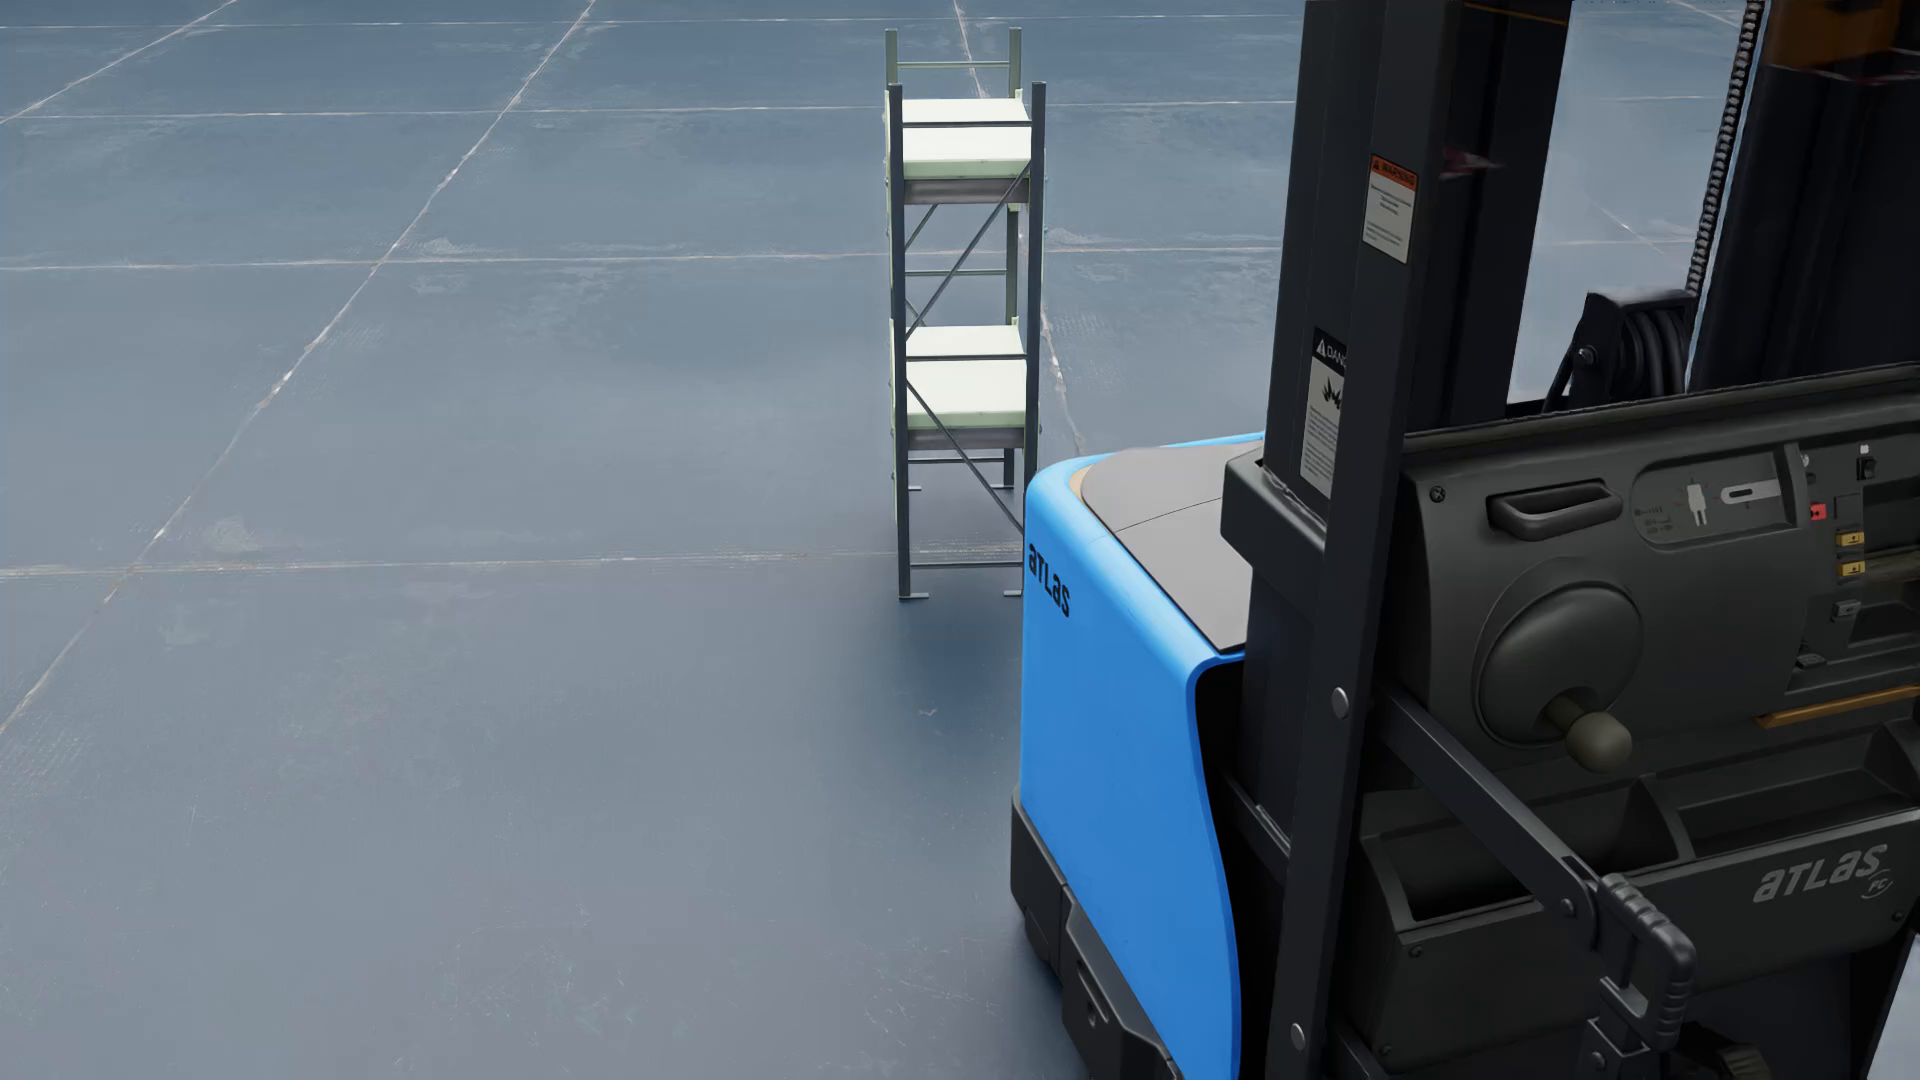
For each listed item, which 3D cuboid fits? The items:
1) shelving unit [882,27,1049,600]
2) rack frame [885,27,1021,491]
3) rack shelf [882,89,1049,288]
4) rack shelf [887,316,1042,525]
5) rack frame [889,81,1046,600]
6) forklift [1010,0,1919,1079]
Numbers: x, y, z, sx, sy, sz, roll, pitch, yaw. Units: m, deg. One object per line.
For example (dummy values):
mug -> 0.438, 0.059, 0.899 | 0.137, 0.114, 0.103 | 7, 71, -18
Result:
shelving unit -> 0.000, -0.668, 4.909 | 0.431, 1.500, 0.755 | -1, 28, -3
rack frame -> -0.019, -0.837, 5.233 | 0.400, 1.500, 0.023 | -1, 28, -3
rack shelf -> 0.000, -1.014, 4.729 | 0.431, 0.370, 0.720 | -1, 28, -3
rack shelf -> 0.000, -0.379, 5.060 | 0.431, 0.370, 0.720 | -1, 28, -3
rack frame -> 0.019, -0.499, 4.585 | 0.400, 1.500, 0.023 | -1, 28, -3
forklift -> 1.055, 0.080, 1.928 | 1.130, 2.935, 3.031 | -9, 29, -16
